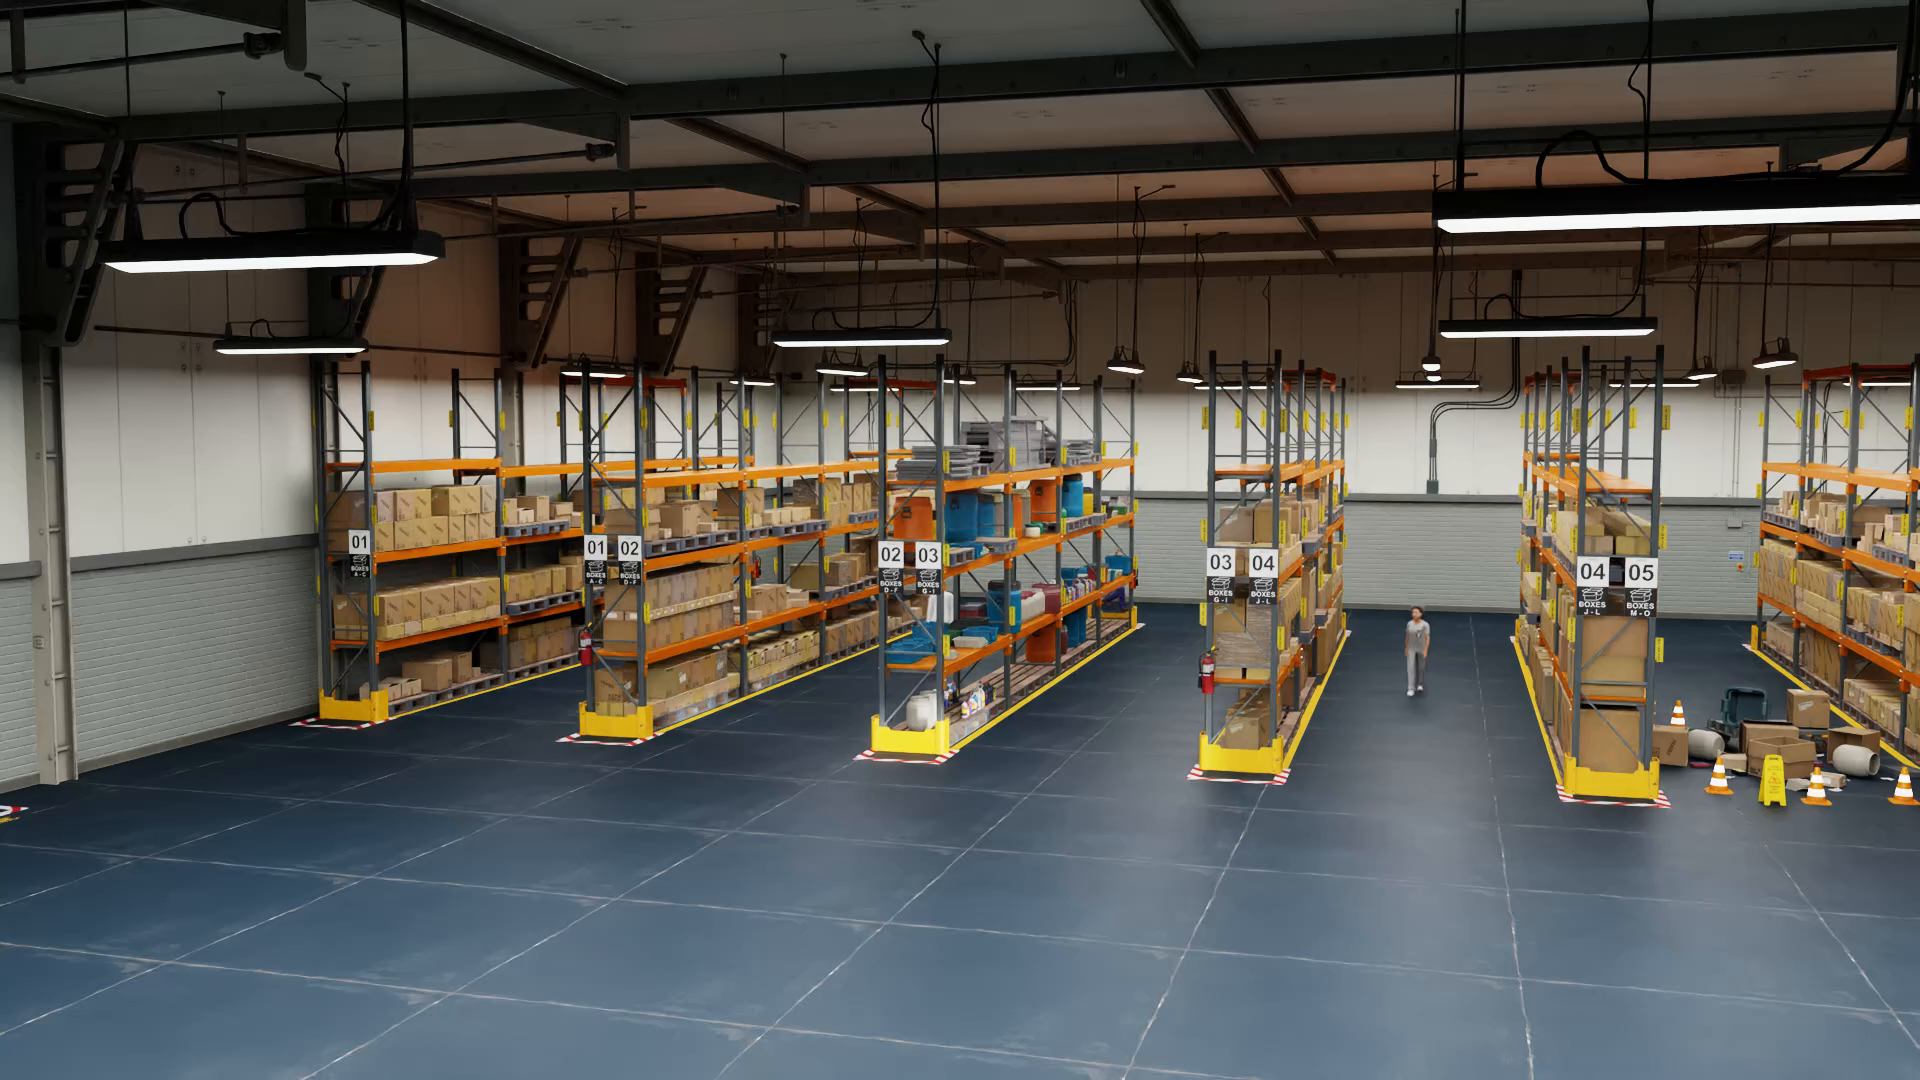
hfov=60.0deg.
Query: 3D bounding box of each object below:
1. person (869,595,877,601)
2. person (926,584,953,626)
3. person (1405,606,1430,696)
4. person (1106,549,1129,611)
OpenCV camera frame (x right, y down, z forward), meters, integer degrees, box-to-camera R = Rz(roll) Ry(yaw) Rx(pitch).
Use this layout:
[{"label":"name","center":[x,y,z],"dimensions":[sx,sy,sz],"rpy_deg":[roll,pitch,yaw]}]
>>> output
[{"label":"person","center":[-2.468,0.818,46.193],"dimensions":[0.573,1.748,0.787],"rpy_deg":[-3,5,-34]},{"label":"person","center":[-0.381,1.690,33.869],"dimensions":[0.620,1.780,0.539],"rpy_deg":[-1,4,-11]},{"label":"person","center":[8.344,2.013,30.334],"dimensions":[0.453,1.604,1.064],"rpy_deg":[1,4,19]},{"label":"person","center":[4.170,1.045,43.958],"dimensions":[0.866,1.610,0.476],"rpy_deg":[3,5,39]}]
